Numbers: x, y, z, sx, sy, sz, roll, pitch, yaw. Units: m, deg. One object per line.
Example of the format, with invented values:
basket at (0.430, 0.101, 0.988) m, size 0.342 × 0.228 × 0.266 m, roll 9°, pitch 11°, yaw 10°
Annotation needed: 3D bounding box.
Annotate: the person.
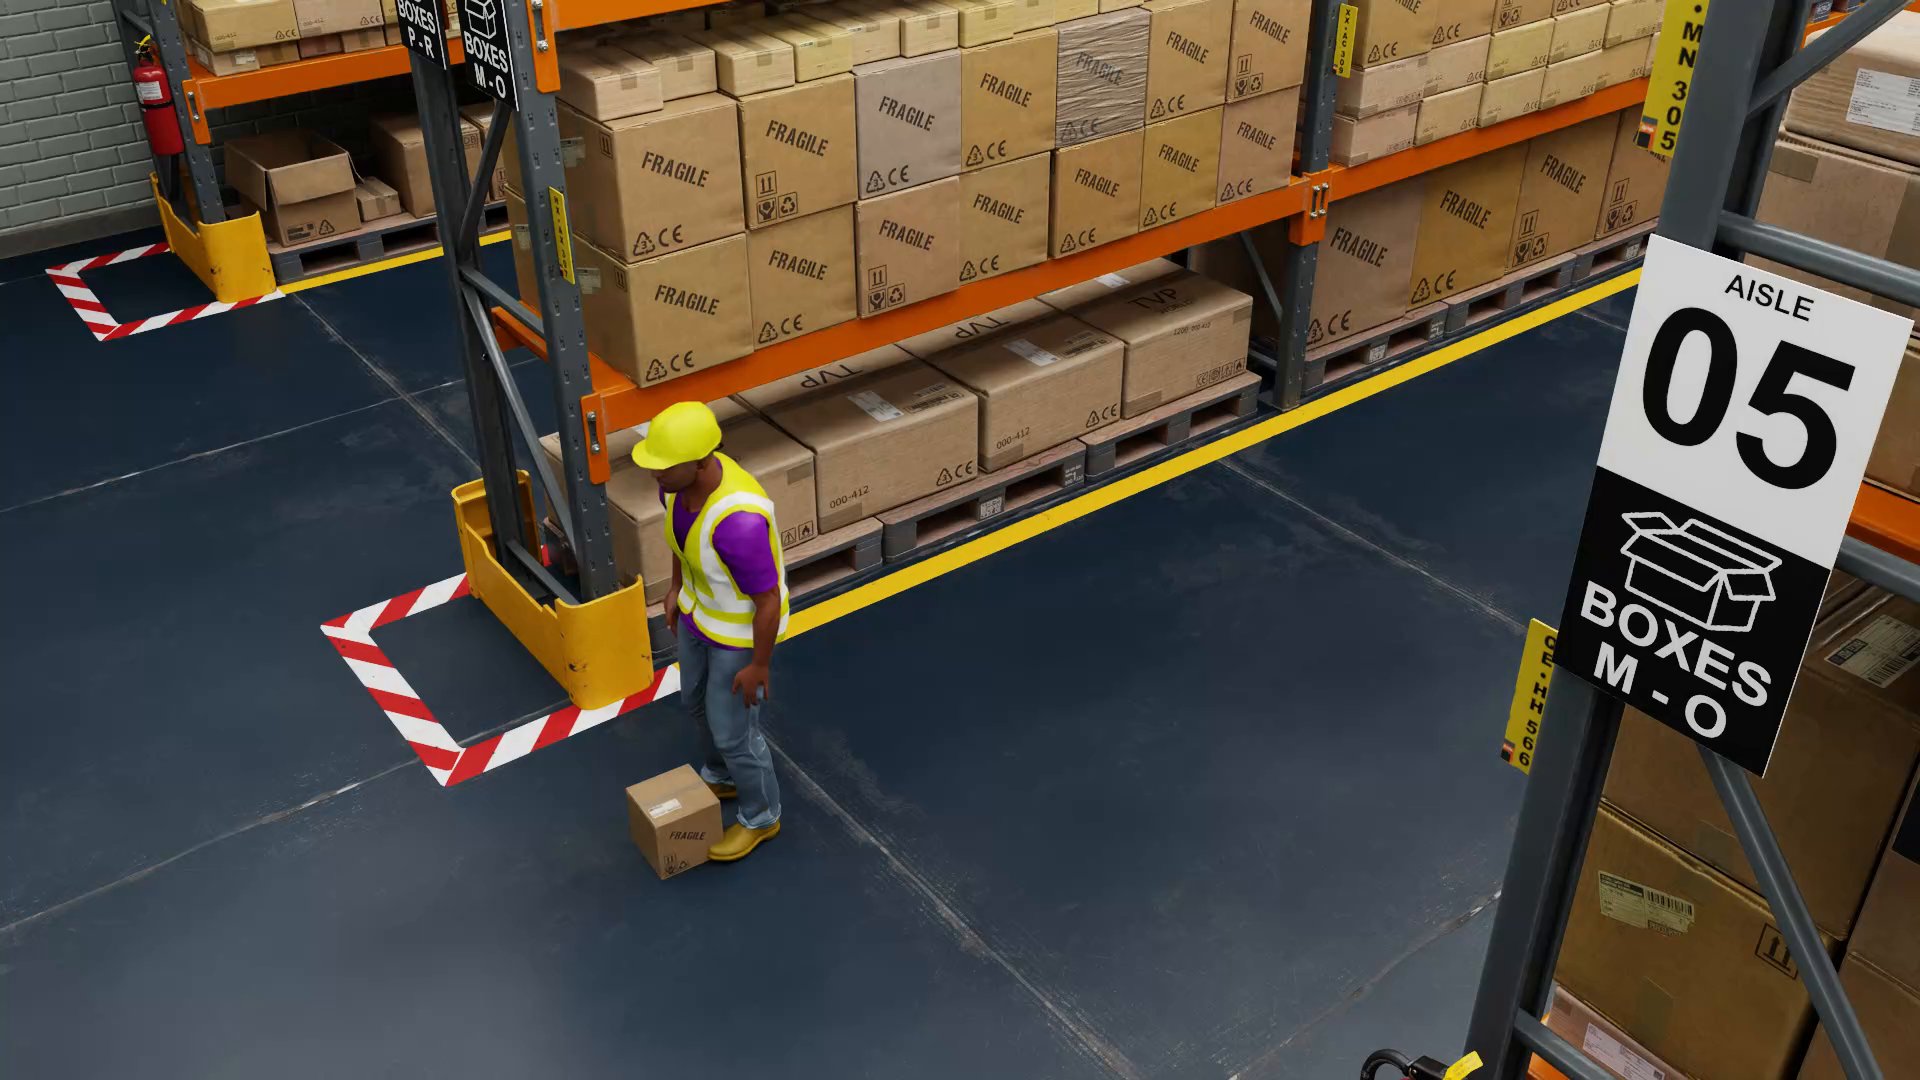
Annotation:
person at (-0.828, 0.297, 5.646) m, size 0.462 × 1.759 × 0.627 m, roll -20°, pitch 37°, yaw -29°
